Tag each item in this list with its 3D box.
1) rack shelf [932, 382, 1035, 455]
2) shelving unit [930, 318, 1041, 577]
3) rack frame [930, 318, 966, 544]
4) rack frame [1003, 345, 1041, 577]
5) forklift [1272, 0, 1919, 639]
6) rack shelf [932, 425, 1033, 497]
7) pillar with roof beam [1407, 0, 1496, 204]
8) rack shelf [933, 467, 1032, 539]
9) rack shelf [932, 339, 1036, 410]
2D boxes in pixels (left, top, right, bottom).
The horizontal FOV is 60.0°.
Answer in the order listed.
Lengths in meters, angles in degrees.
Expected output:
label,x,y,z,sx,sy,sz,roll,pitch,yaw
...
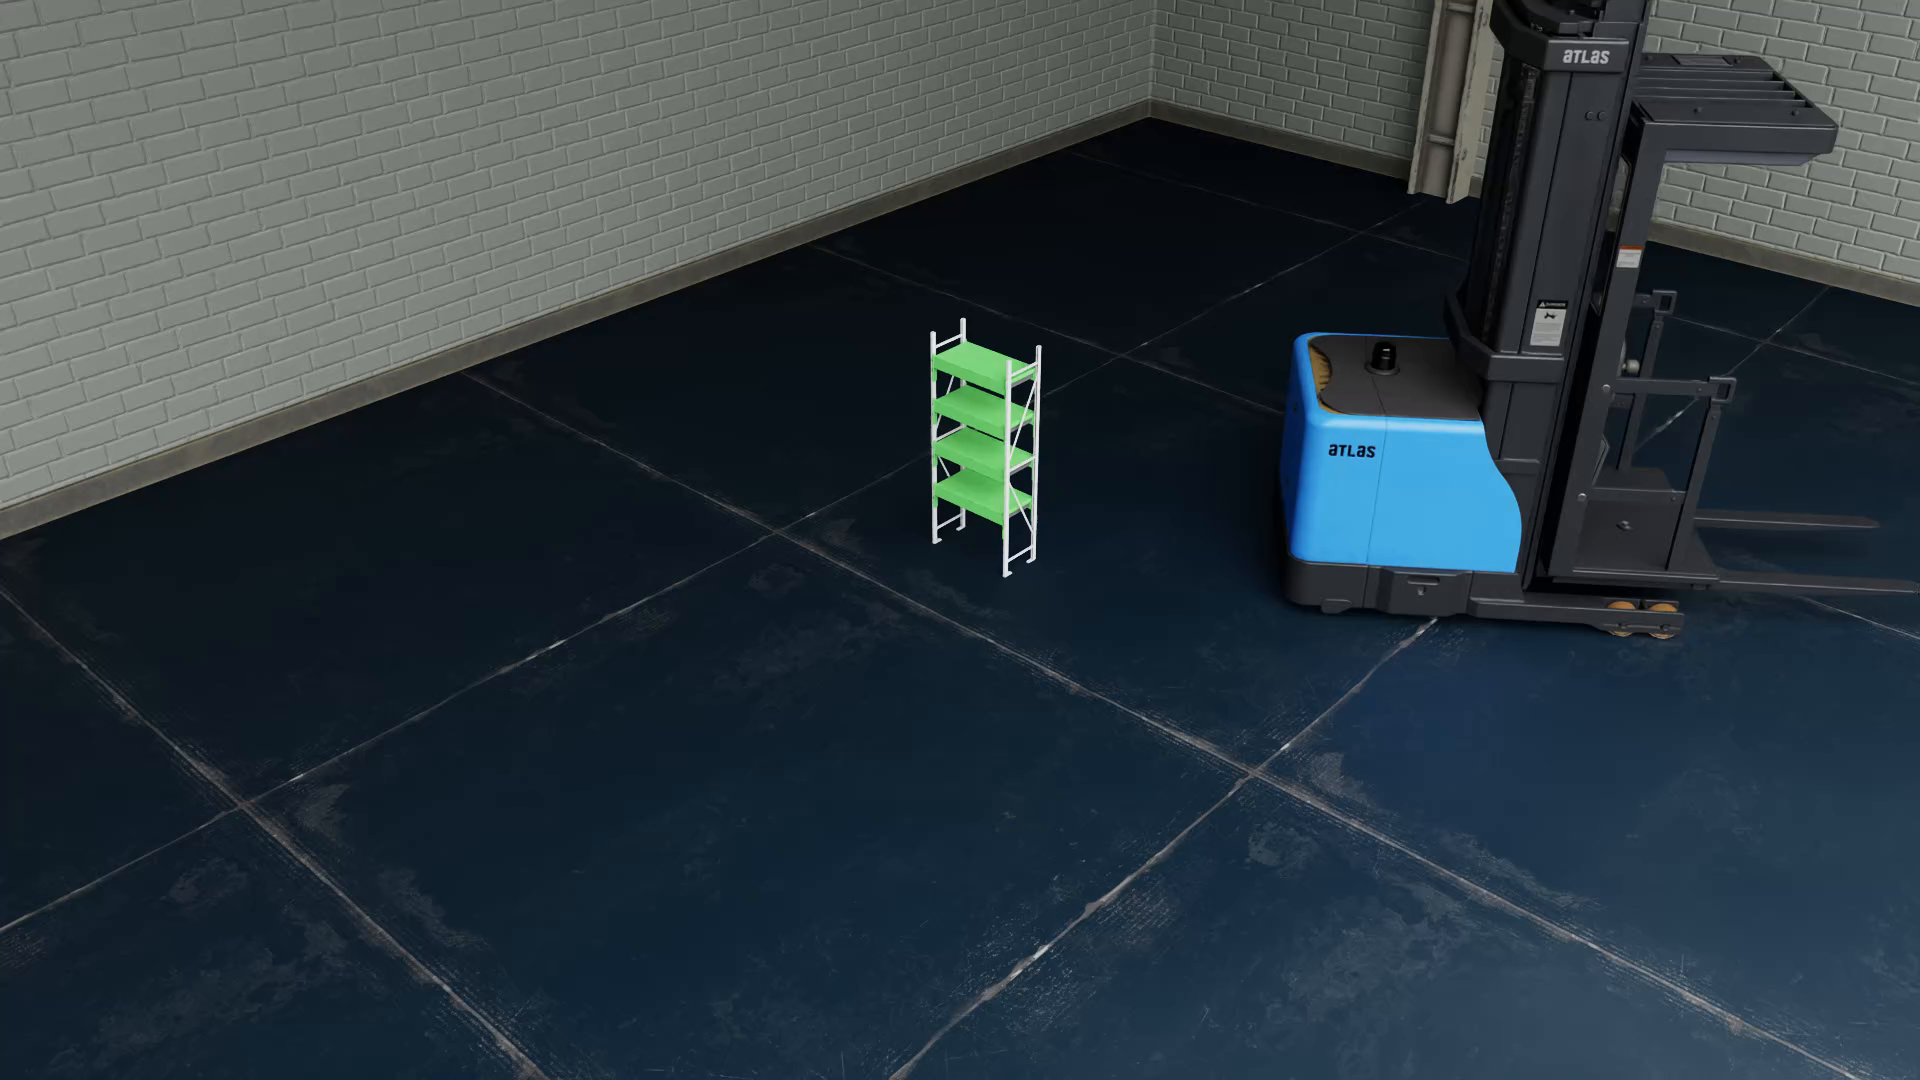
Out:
label,x,y,z,sx,sy,sz,roll,pitch,yaw
rack shelf,0.123,-0.608,8.255,0.480,0.148,0.258,25,39,35
shelving unit,0.123,-0.457,8.345,0.503,1.200,0.258,25,39,35
rack frame,-0.058,-0.541,8.486,0.015,1.200,0.240,25,39,35
rack frame,0.304,-0.372,8.205,0.015,1.200,0.240,25,39,35
forklift,3.135,-1.073,7.690,3.031,2.935,1.130,3,31,5
rack shelf,0.123,-0.402,8.378,0.480,0.148,0.258,25,39,35
pillar with roof beam,0.959,-4.997,8.326,0.400,9.000,9.100,25,39,35
rack shelf,0.123,-0.196,8.502,0.480,0.148,0.258,25,39,35
rack shelf,0.123,-0.813,8.131,0.480,0.148,0.258,25,39,35
